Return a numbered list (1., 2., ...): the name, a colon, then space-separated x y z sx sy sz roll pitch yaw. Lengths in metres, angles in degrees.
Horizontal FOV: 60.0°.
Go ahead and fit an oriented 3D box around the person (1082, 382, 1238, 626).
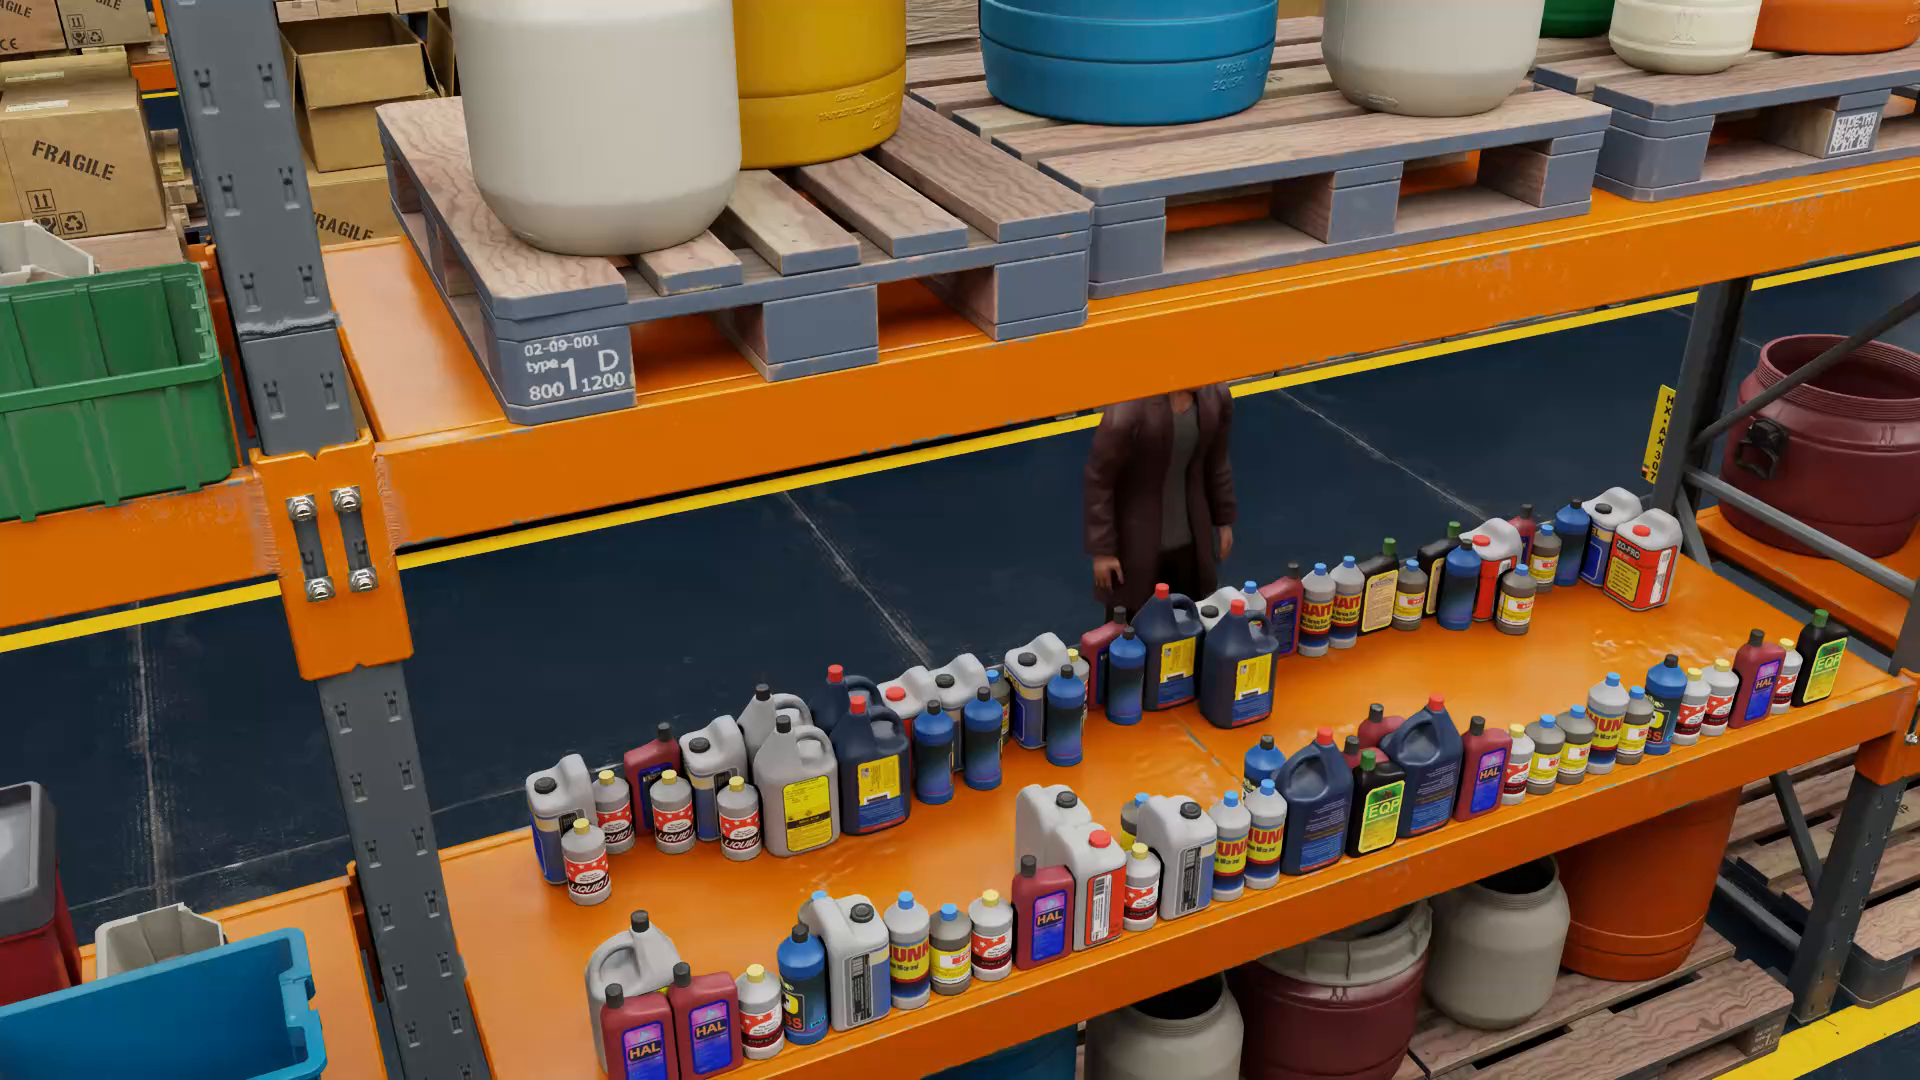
1. person: 0.742 -0.009 6.158 0.654 1.774 0.416 -14 32 -23
